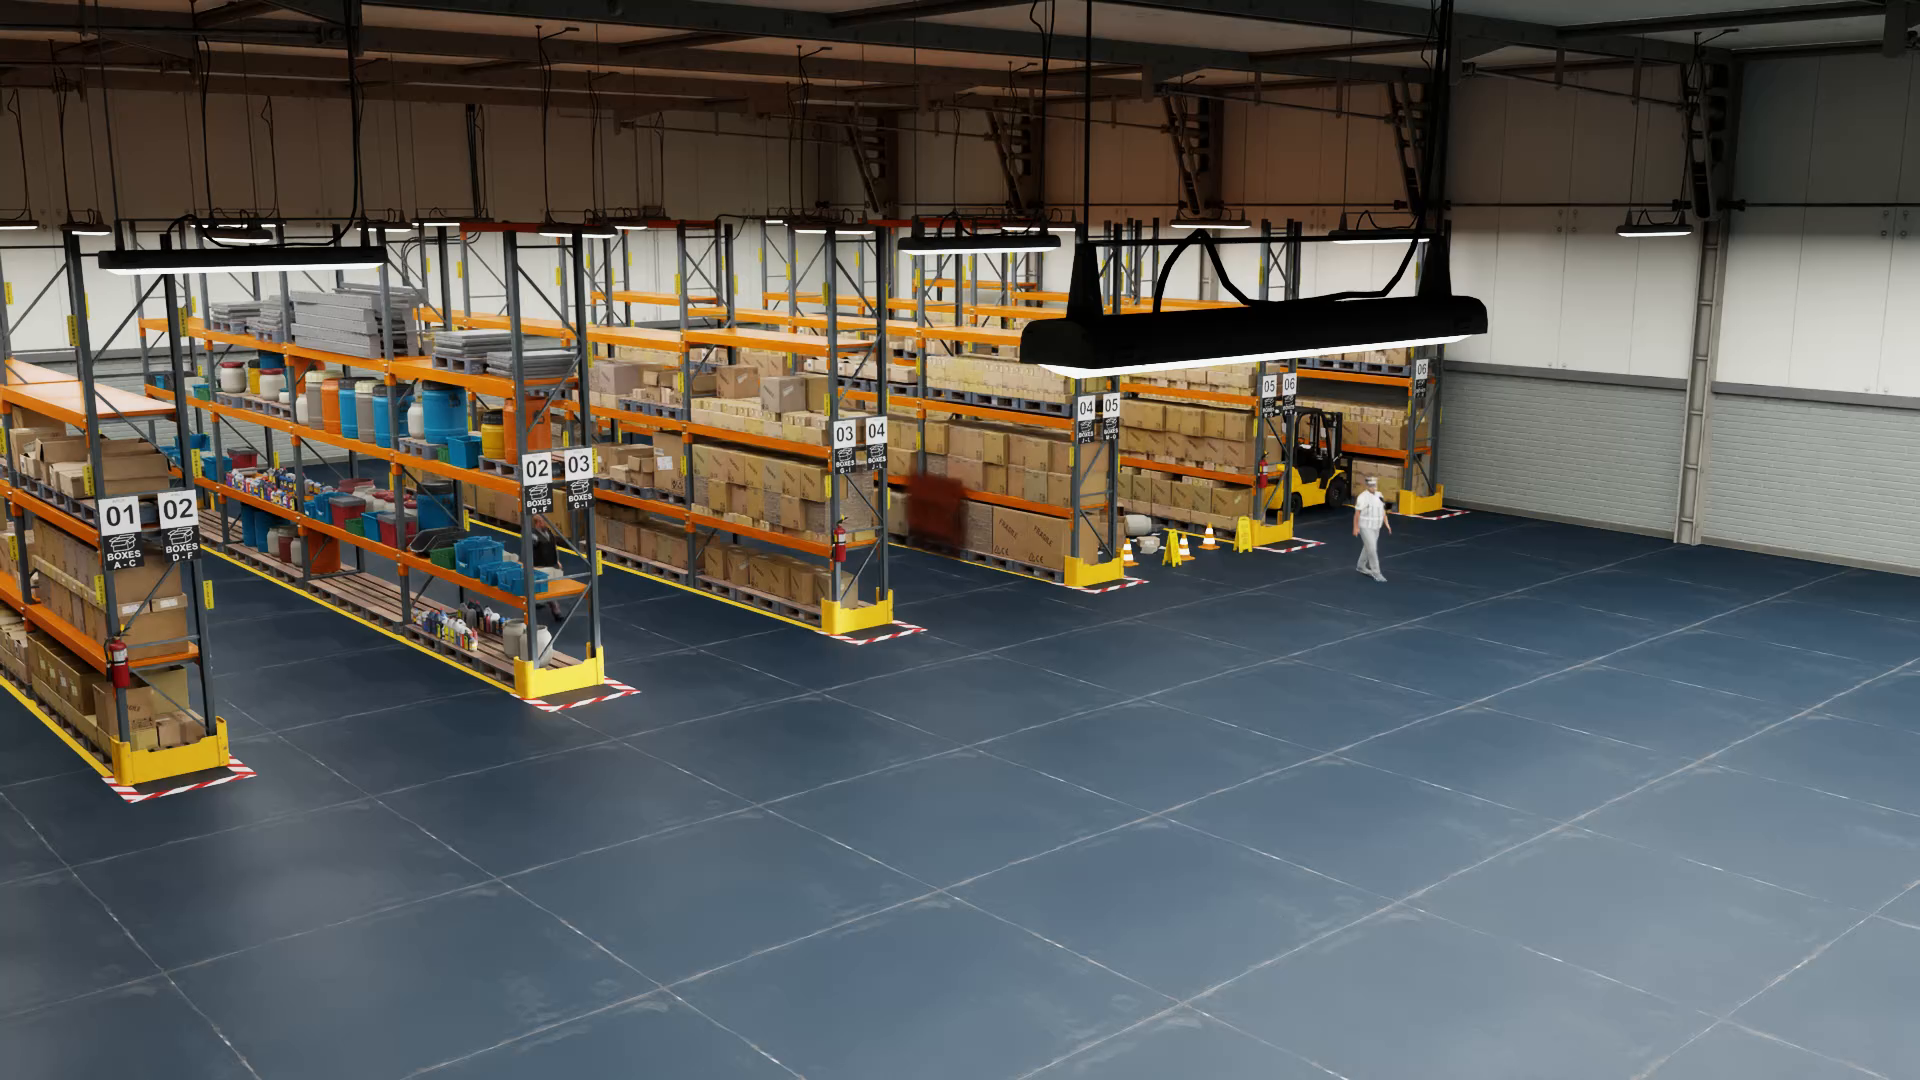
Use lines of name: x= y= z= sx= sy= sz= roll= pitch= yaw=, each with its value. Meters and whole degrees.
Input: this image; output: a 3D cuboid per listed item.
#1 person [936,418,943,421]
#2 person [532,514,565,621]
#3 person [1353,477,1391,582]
person: x=-0.428 y=-1.750 z=35.334 sx=0.461 sy=1.701 sz=0.580 roll=4 pitch=12 yaw=19
person: x=-6.431 y=0.391 z=25.693 sx=1.058 sy=1.674 sz=0.627 roll=9 pitch=14 yaw=37
person: x=7.089 y=-0.193 z=28.533 sx=0.560 sy=1.795 sz=0.770 roll=-8 pitch=14 yaw=-35
